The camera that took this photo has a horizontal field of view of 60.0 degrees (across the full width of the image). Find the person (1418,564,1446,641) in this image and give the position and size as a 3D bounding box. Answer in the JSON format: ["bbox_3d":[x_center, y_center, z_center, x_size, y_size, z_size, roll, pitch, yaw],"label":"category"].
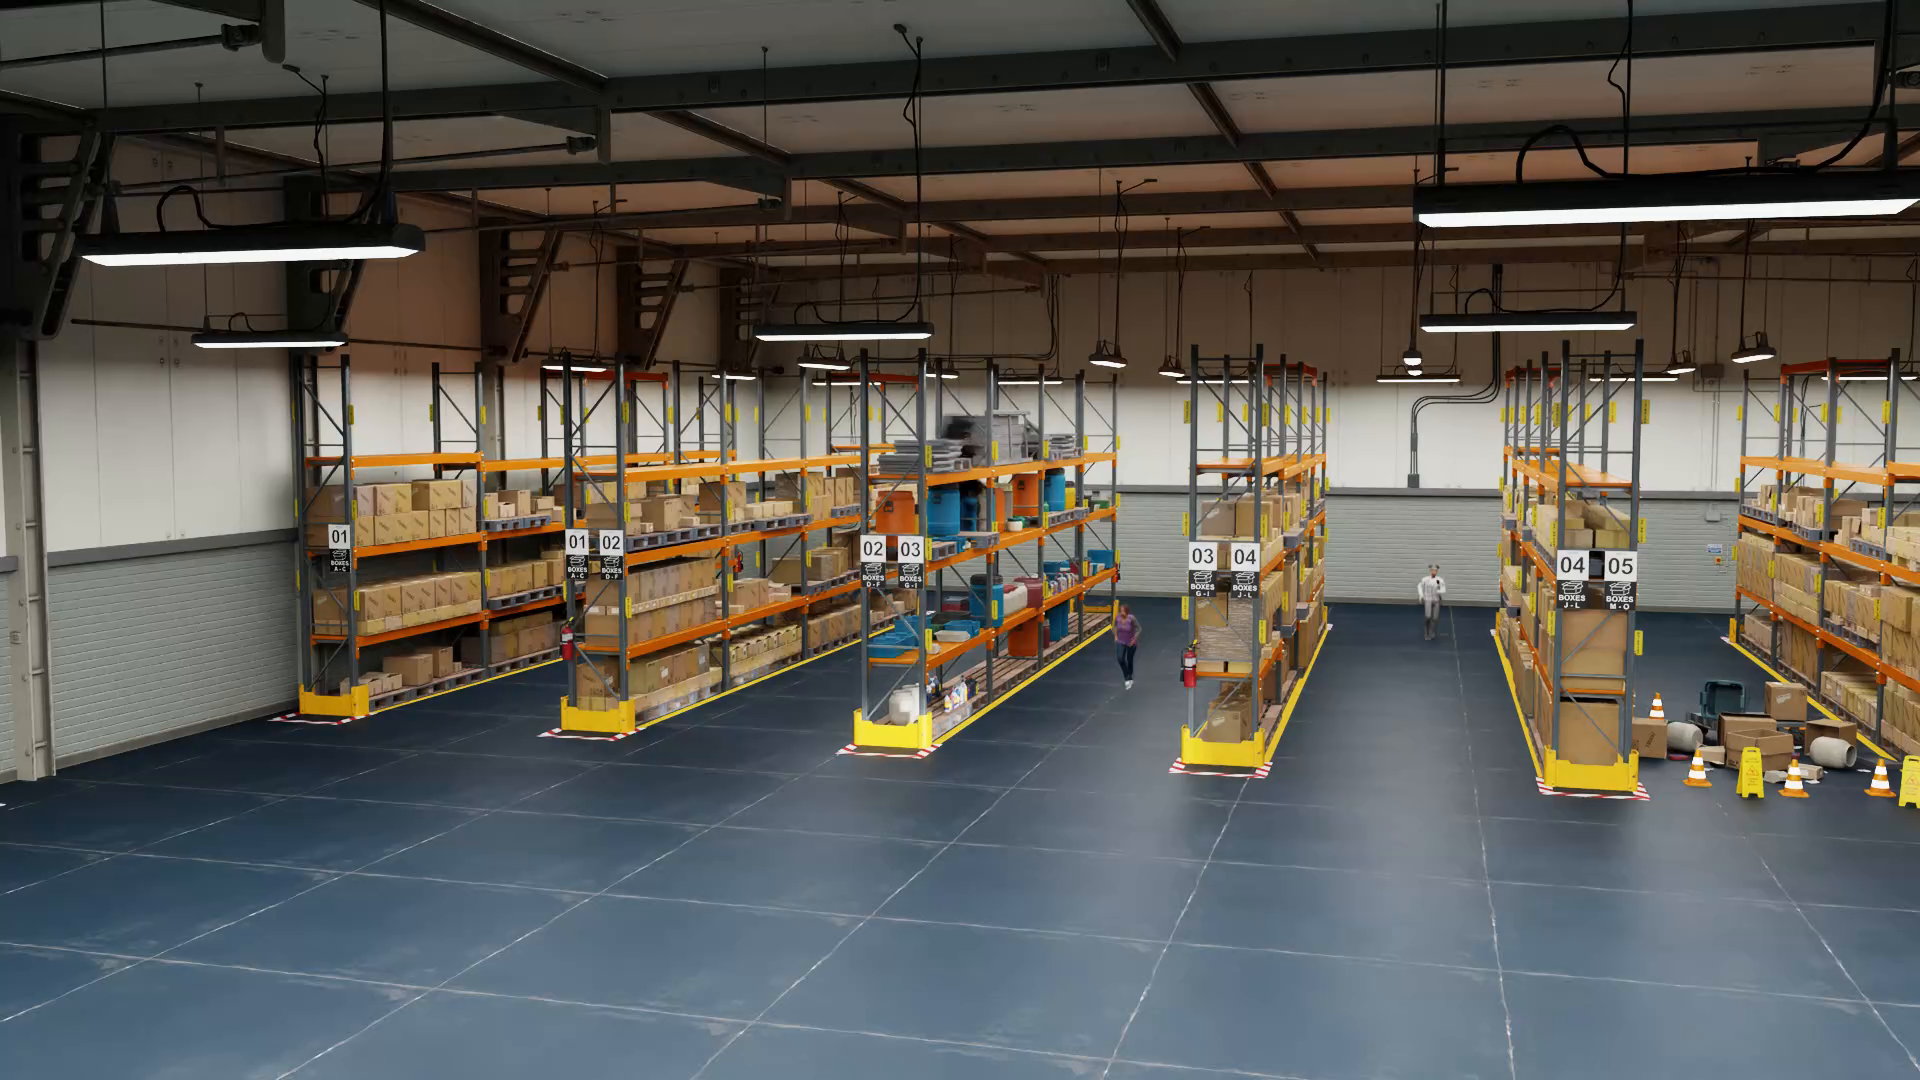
[{"bbox_3d":[10.497,1.389,36.965,0.567,1.717,0.694,1,4,9],"label":"person"}]

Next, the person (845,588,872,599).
[{"bbox_3d":[-2.603,0.889,43.492,0.857,1.799,0.643,3,5,31],"label":"person"}]

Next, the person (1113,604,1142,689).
[{"bbox_3d":[2.945,1.826,29.128,0.527,1.497,0.867,1,5,18],"label":"person"}]
